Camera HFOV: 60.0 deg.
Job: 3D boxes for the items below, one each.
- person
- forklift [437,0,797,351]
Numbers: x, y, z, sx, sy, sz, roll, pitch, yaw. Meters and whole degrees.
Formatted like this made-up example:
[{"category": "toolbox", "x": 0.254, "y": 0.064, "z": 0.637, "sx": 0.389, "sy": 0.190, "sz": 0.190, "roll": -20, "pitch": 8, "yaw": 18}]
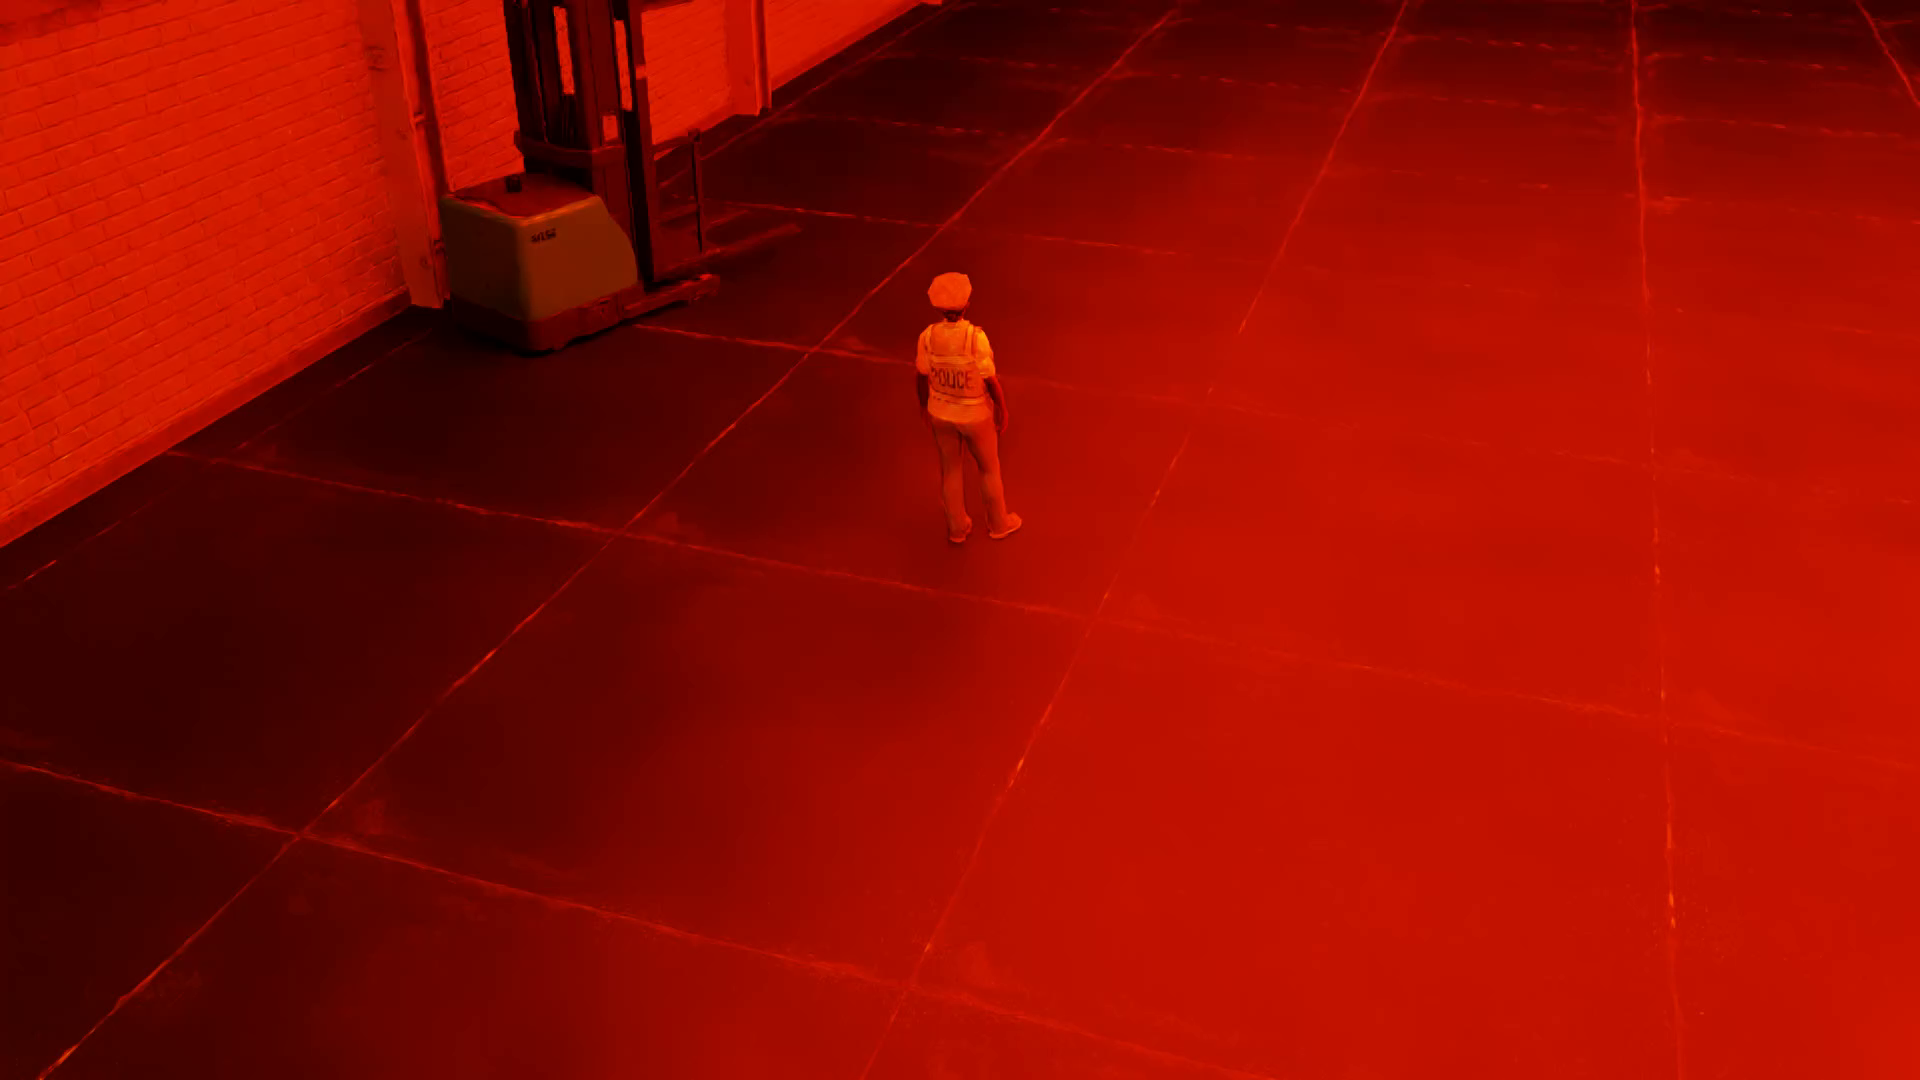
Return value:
[{"category": "person", "x": 0.043, "y": -0.773, "z": 9.730, "sx": 0.570, "sy": 1.692, "sz": 0.529, "roll": 10, "pitch": 31, "yaw": 16}, {"category": "forklift", "x": -2.627, "y": -3.346, "z": 13.007, "sx": 1.130, "sy": 2.935, "sz": 3.031, "roll": 22, "pitch": 36, "yaw": 33}]
